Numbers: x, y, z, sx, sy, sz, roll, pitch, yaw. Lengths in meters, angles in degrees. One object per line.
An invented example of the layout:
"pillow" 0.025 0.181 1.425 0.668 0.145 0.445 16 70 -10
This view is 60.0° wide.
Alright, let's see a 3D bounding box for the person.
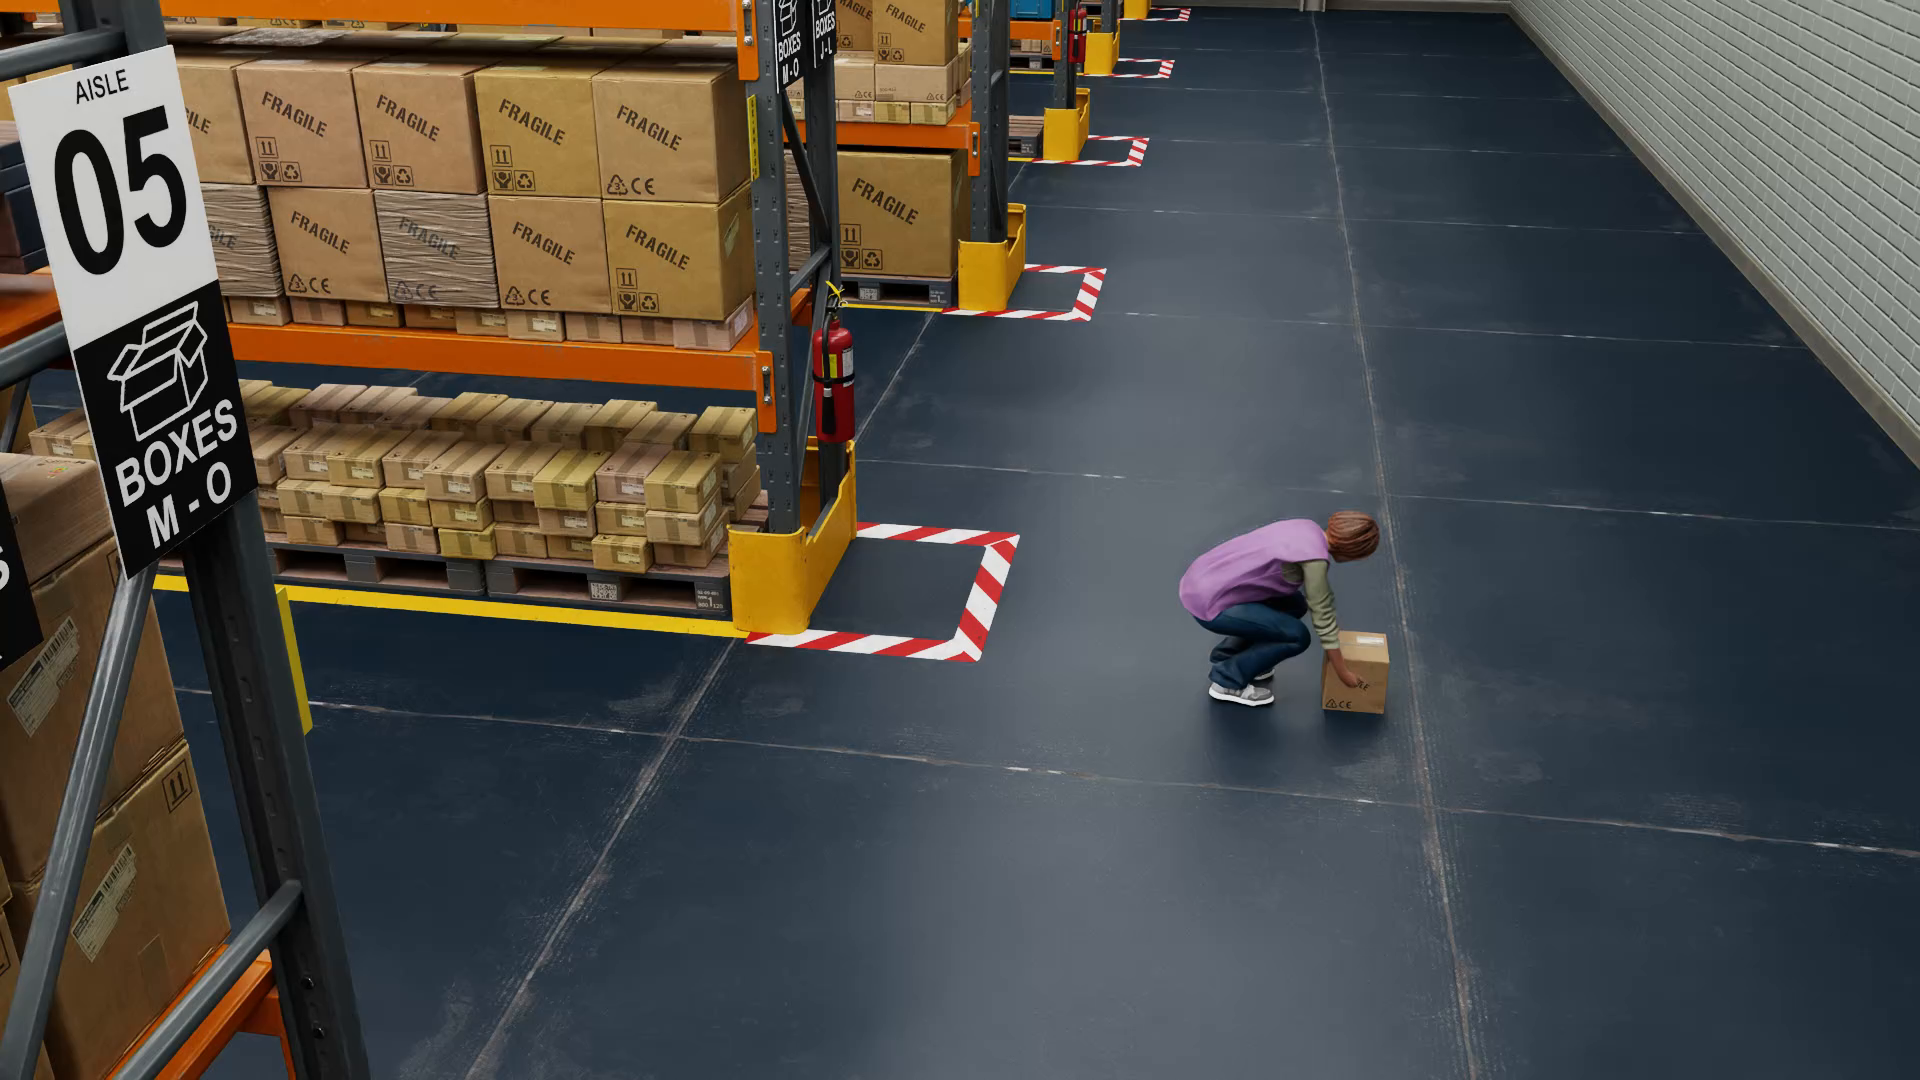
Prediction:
"person" 1.318 0.260 6.966 0.802 0.834 0.439 4 26 8
